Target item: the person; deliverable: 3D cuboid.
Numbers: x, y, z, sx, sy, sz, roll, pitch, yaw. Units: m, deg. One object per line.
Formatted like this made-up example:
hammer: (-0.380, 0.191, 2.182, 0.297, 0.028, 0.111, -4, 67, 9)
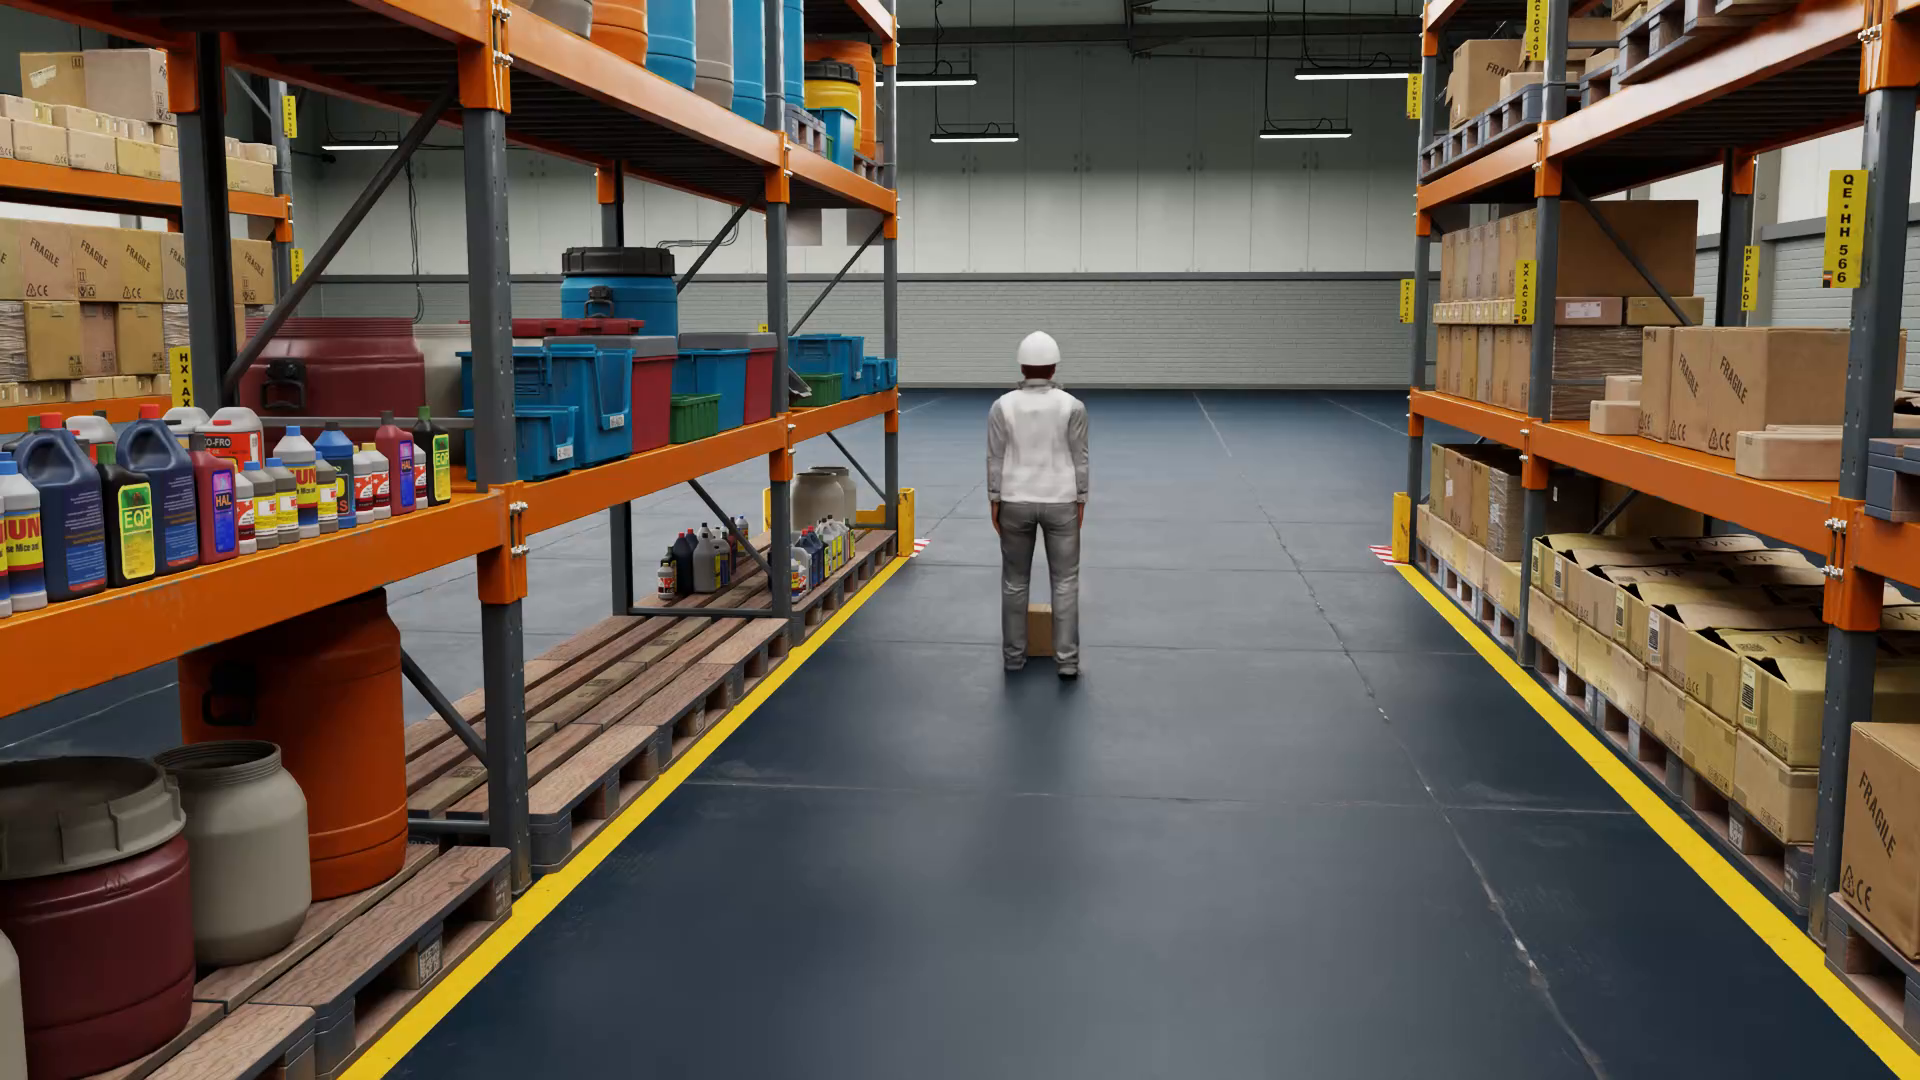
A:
person: (0.402, -0.179, 8.660, 0.532, 1.797, 0.412, 1, 8, 8)
